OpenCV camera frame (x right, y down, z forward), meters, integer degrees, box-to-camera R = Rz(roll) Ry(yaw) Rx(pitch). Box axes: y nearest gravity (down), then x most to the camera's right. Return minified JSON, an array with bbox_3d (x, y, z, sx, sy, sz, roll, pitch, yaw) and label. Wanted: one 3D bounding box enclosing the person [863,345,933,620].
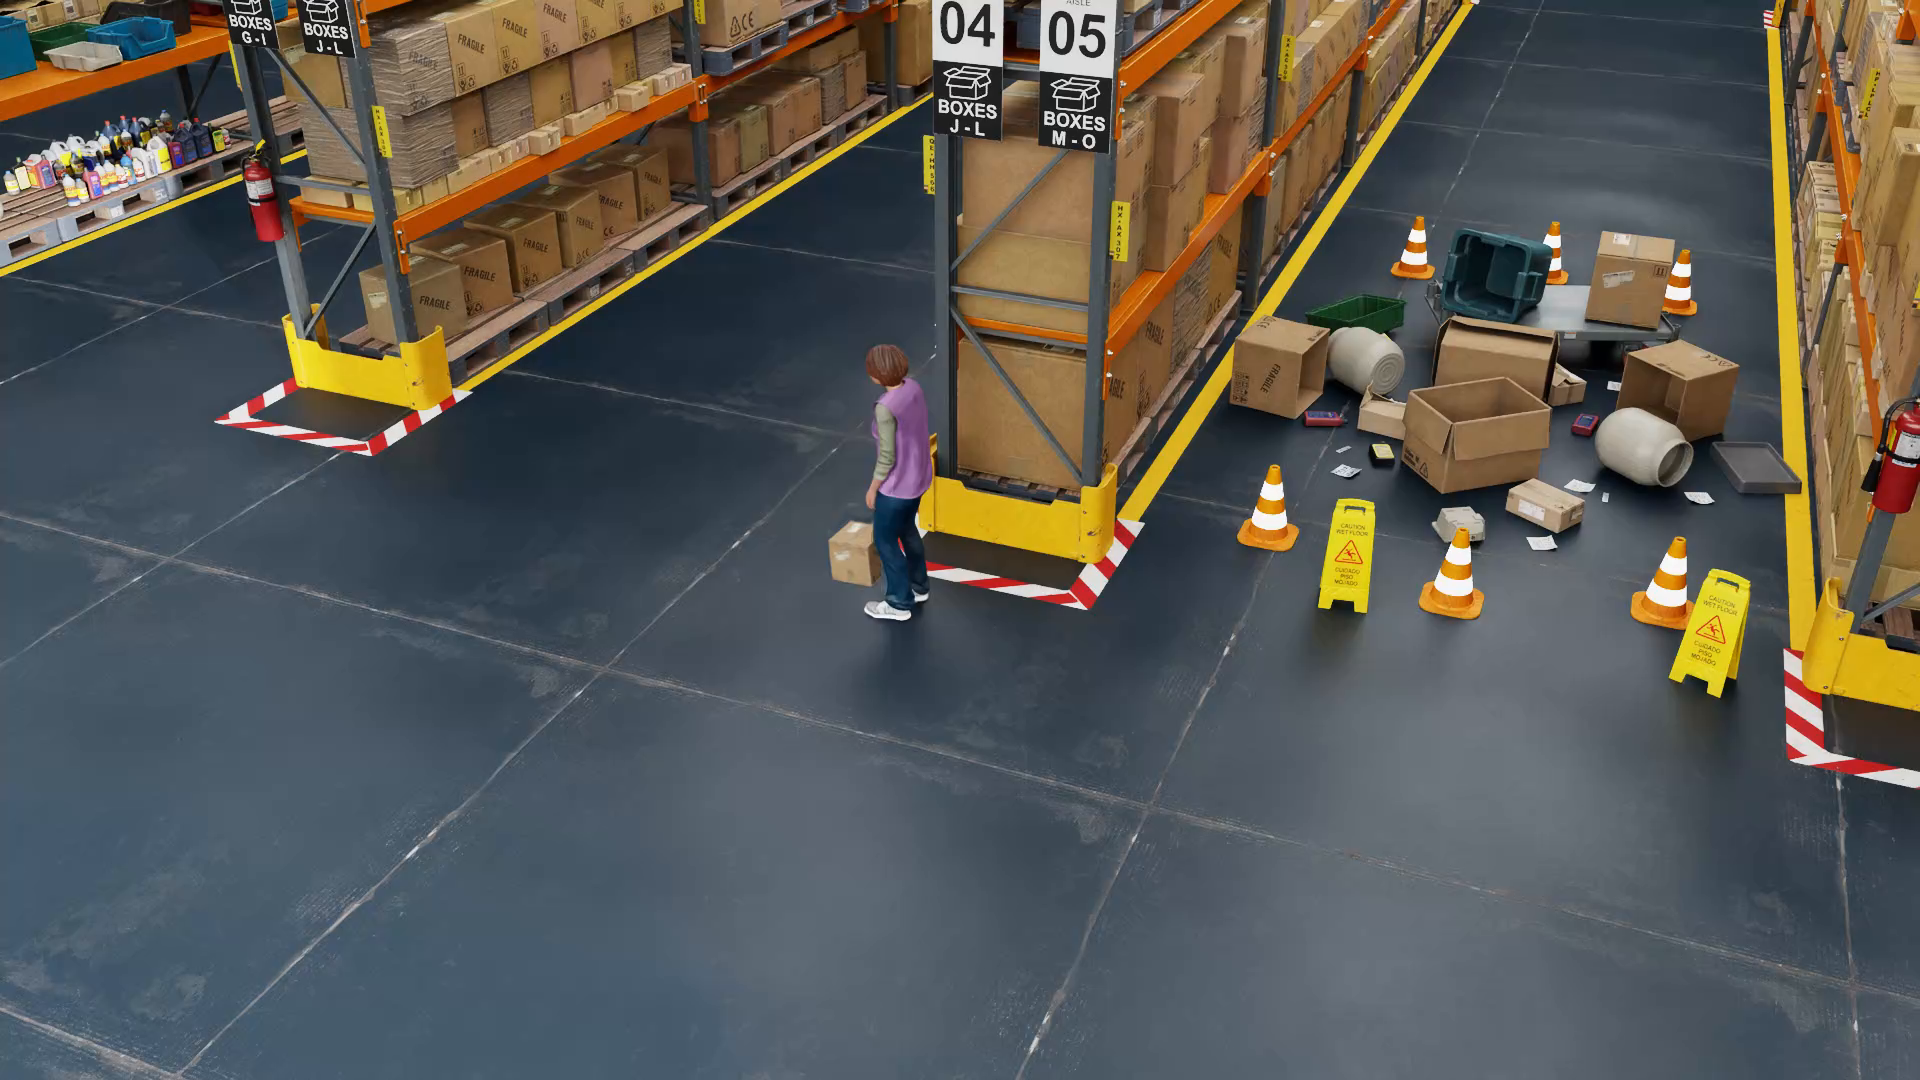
[{"bbox_3d":[-0.329,-0.303,8.921,0.341,1.593,0.461,13,33,22],"label":"person"}]
